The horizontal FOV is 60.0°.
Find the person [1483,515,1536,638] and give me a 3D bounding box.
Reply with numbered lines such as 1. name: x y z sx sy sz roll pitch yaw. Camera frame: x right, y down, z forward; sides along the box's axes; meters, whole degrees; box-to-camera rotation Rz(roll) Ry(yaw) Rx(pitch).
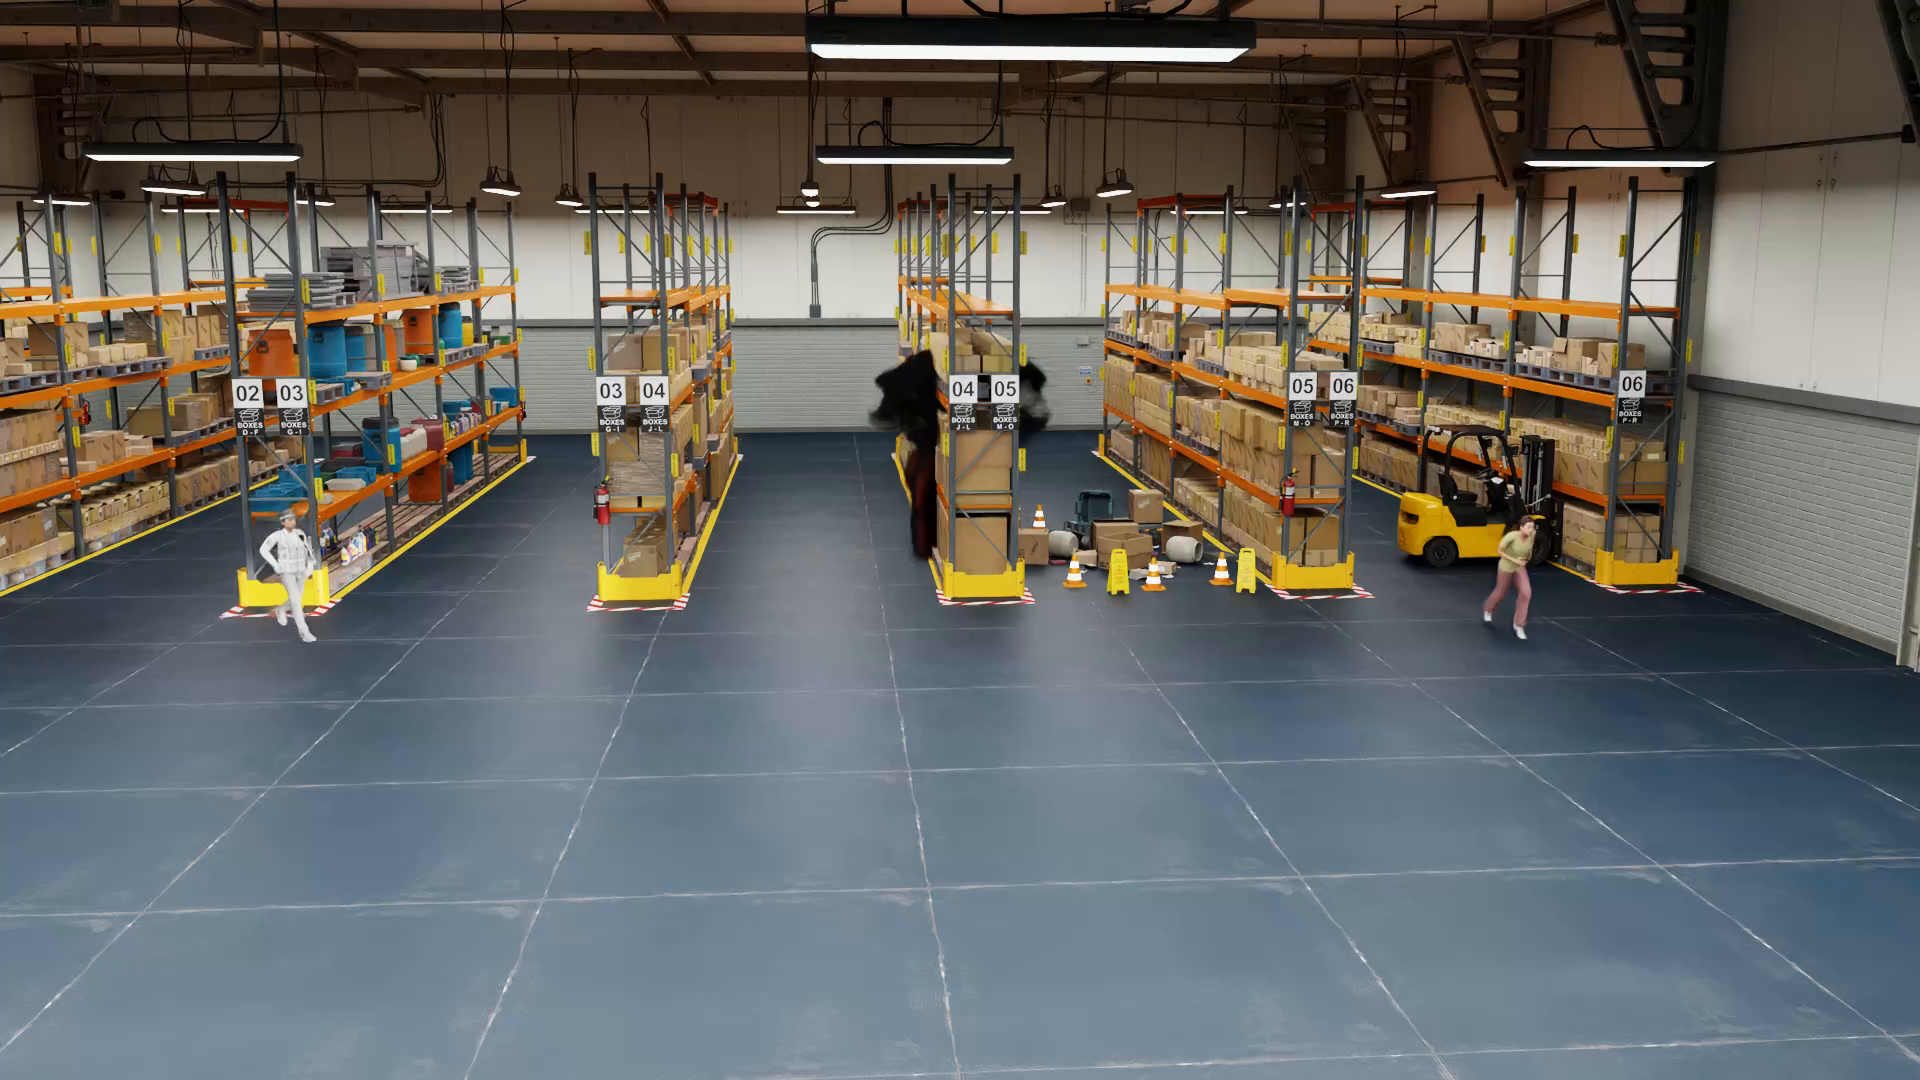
1. person: 7.207 0.427 21.853 0.619 1.626 0.961 -3 10 -16

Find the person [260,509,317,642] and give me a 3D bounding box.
1. person: -8.640 0.430 21.451 0.895 1.702 0.618 7 12 34
